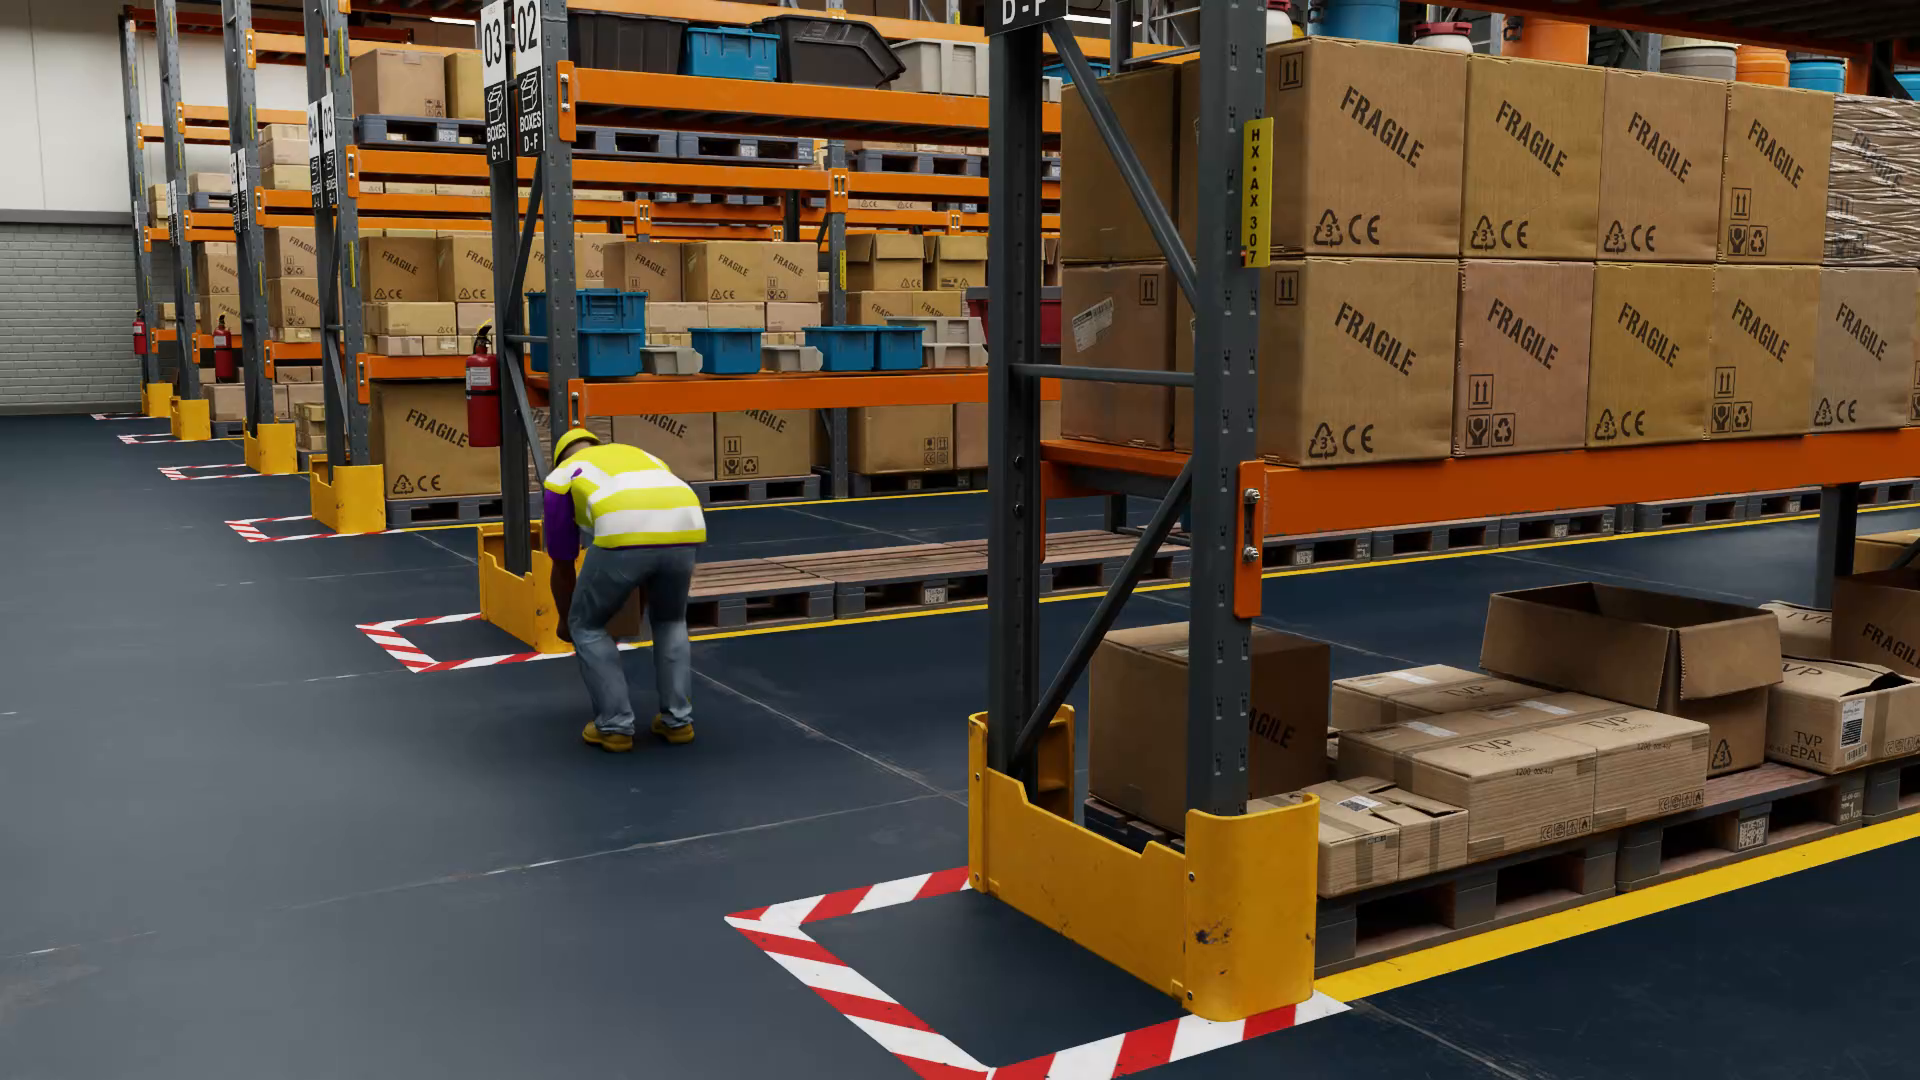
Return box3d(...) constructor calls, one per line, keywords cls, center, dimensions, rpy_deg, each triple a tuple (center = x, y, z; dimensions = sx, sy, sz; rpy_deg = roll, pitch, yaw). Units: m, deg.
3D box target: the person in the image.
box3d(cls="person", center=(4.679, -0.487, 11.217), dimensions=(15.759, 1.186, 2.032), rpy_deg=(-5, 10, -33))
